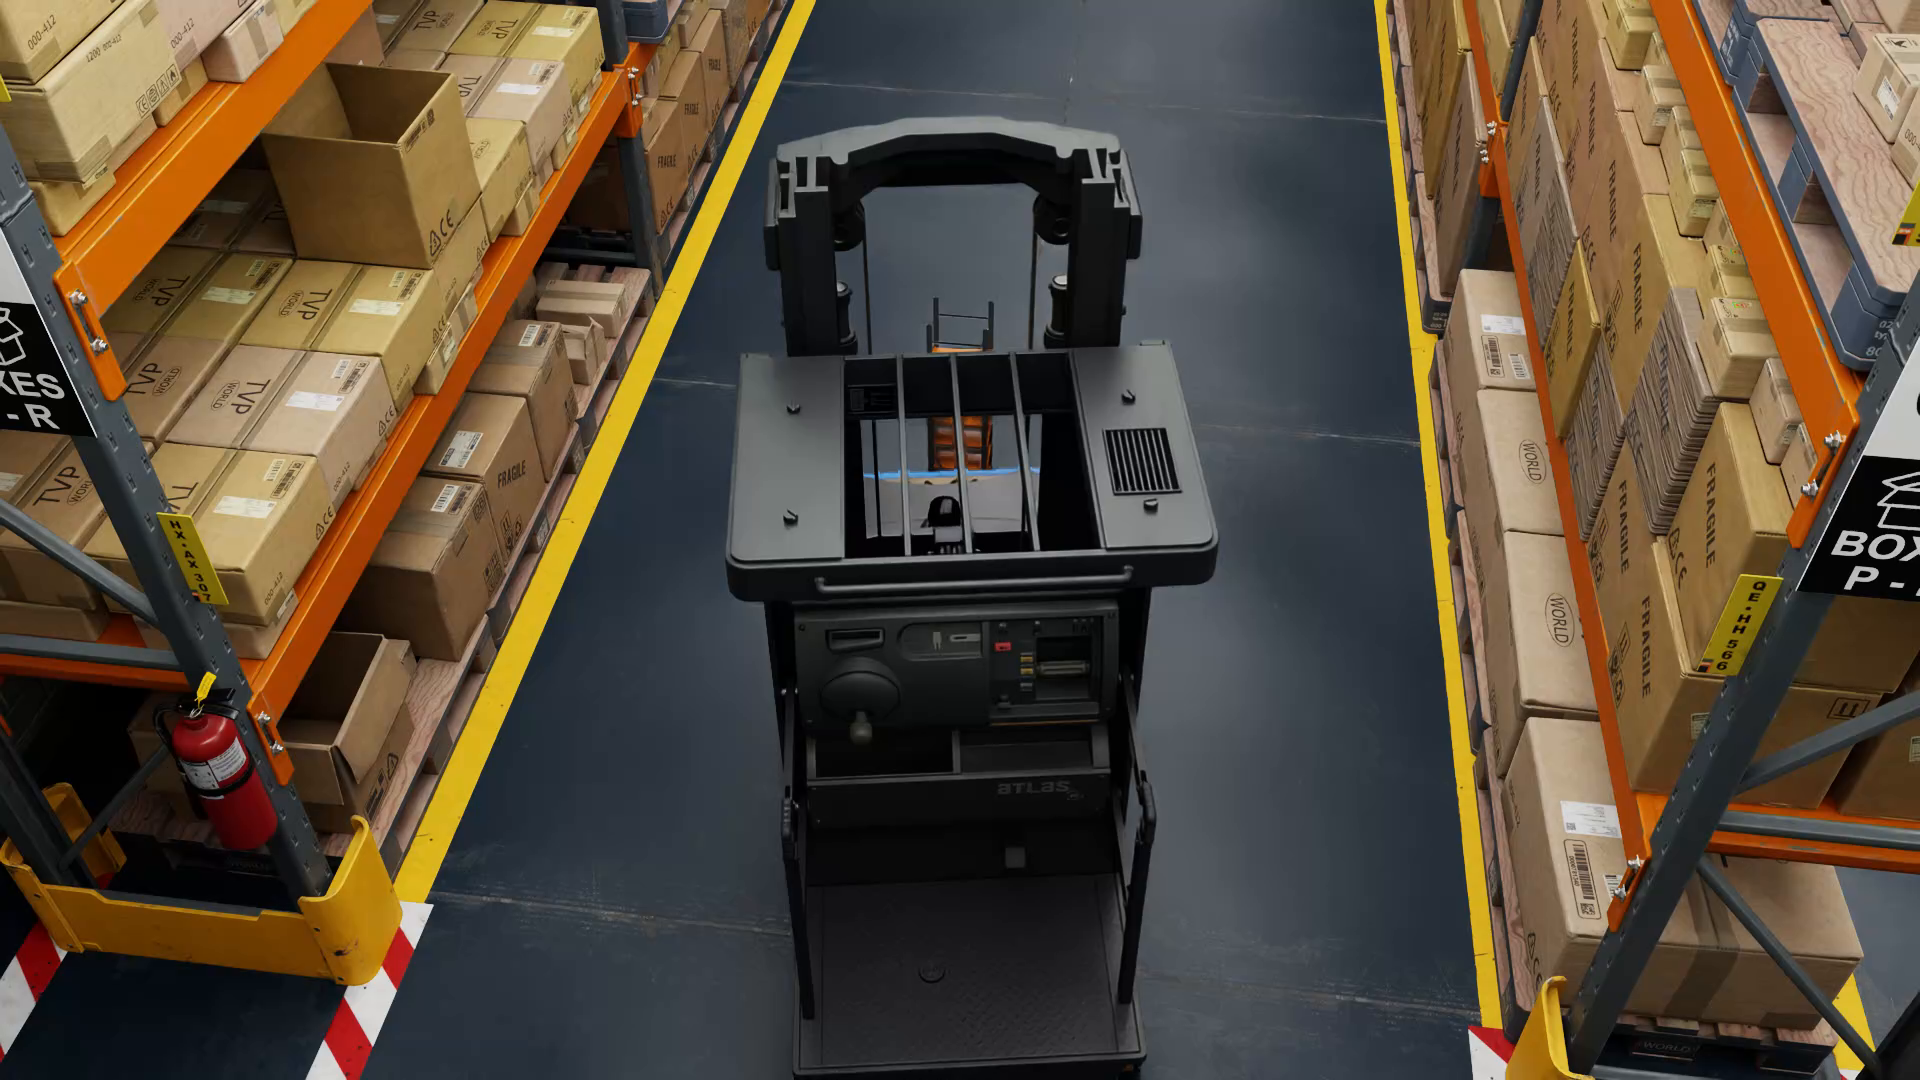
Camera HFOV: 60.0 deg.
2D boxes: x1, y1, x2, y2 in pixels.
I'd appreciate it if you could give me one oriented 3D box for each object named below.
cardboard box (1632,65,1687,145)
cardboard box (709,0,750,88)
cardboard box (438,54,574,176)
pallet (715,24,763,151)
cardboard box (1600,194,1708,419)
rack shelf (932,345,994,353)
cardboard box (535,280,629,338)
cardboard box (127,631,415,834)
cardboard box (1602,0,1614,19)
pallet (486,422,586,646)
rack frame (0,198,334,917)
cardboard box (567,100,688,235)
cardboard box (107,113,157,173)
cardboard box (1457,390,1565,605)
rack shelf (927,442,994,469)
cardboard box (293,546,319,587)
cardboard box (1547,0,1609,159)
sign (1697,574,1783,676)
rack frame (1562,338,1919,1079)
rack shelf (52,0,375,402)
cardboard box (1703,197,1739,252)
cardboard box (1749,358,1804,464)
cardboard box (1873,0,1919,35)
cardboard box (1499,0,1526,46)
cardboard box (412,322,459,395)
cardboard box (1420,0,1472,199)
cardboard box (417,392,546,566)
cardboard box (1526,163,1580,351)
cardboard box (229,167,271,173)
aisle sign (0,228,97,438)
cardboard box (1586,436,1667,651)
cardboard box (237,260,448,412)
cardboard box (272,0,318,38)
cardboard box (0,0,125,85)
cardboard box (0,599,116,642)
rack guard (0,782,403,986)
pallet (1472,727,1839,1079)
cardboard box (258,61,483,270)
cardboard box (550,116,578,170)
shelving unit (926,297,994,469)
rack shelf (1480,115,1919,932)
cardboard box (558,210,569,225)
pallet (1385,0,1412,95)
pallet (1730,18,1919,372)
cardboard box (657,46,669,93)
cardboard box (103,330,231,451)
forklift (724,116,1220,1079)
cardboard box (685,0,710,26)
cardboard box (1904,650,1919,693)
[{"bbox_3d":[2.359,-1.367,5.262,0.380,0.149,0.250,5,44,6],"label":"cardboard box"},{"bbox_3d":[-1.550,-3.019,9.791,0.500,0.500,0.500,4,44,4],"label":"cardboard box"},{"bbox_3d":[-1.920,-1.750,6.831,0.500,0.250,0.500,5,44,6],"label":"cardboard box"},{"bbox_3d":[-1.814,-2.787,10.062,1.003,0.211,1.213,5,44,6],"label":"pallet"},{"bbox_3d":[2.285,-0.679,5.007,0.500,0.500,0.500,5,44,5],"label":"cardboard box"},{"bbox_3d":[0.002,-0.675,6.653,0.258,0.103,0.180,5,44,6],"label":"rack shelf"},{"bbox_3d":[-1.825,-1.119,8.041,0.380,0.149,0.250,4,44,4],"label":"cardboard box"},{"bbox_3d":[-2.397,0.664,5.900,0.797,0.503,0.637,4,44,4],"label":"cardboard box"},{"bbox_3d":[2.475,-1.885,5.810,0.380,0.149,0.250,5,44,5],"label":"cardboard box"},{"bbox_3d":[-2.294,-0.094,7.218,1.003,0.211,1.213,5,44,6],"label":"pallet"},{"bbox_3d":[-2.572,0.318,4.755,1.000,3.000,0.127,5,44,6],"label":"rack frame"},{"bbox_3d":[-1.756,-1.962,8.676,0.500,0.500,0.500,7,44,7],"label":"cardboard box"},{"bbox_3d":[-2.290,-1.057,4.208,0.380,0.149,0.250,6,44,6],"label":"cardboard box"},{"bbox_3d":[2.571,-0.153,6.811,0.875,0.438,0.875,4,44,4],"label":"cardboard box"},{"bbox_3d":[0.002,-0.326,6.983,0.258,0.103,0.180,5,44,6],"label":"rack shelf"},{"bbox_3d":[-2.269,0.032,5.239,0.380,0.149,0.250,6,44,7],"label":"cardboard box"},{"bbox_3d":[2.502,-1.713,6.100,0.500,0.500,0.500,5,44,5],"label":"cardboard box"},{"bbox_3d":[1.813,0.201,3.864,0.100,0.325,0.005,5,44,6],"label":"sign"},{"bbox_3d":[2.349,0.766,4.281,1.000,3.000,0.127,5,44,6],"label":"rack frame"},{"bbox_3d":[-2.307,-1.873,5.410,1.077,0.370,4.000,5,44,6],"label":"rack shelf"},{"bbox_3d":[2.337,-0.830,4.695,0.380,0.149,0.250,5,44,5],"label":"cardboard box"},{"bbox_3d":[2.208,-0.306,4.142,0.380,0.149,0.250,6,44,6],"label":"cardboard box"},{"bbox_3d":[2.596,-1.495,4.174,0.500,0.311,0.500,6,44,6],"label":"cardboard box"},{"bbox_3d":[2.695,-2.409,7.380,0.500,0.250,0.500,5,44,5],"label":"cardboard box"},{"bbox_3d":[-2.037,-0.664,5.974,0.380,0.149,0.250,4,44,4],"label":"cardboard box"},{"bbox_3d":[2.992,-2.387,8.851,0.875,0.875,0.875,6,44,7],"label":"cardboard box"},{"bbox_3d":[-2.076,-0.266,6.884,0.500,0.500,0.500,6,44,6],"label":"cardboard box"},{"bbox_3d":[2.413,-1.019,6.094,0.500,0.500,0.500,5,44,6],"label":"cardboard box"},{"bbox_3d":[-2.506,-1.455,6.520,0.500,0.250,0.500,6,44,6],"label":"cardboard box"},{"bbox_3d":[-2.290,-0.553,3.784,0.394,0.787,0.004,5,44,6],"label":"aisle sign"},{"bbox_3d":[2.232,0.037,4.979,0.500,0.500,0.500,4,44,5],"label":"cardboard box"},{"bbox_3d":[-2.115,-0.710,5.733,0.500,0.250,0.500,4,44,5],"label":"cardboard box"},{"bbox_3d":[-2.077,-1.570,4.750,0.380,0.149,0.250,5,44,5],"label":"cardboard box"},{"bbox_3d":[-2.264,-1.286,3.796,0.500,0.250,0.500,5,44,5],"label":"cardboard box"},{"bbox_3d":[-2.794,0.159,5.106,0.380,0.149,0.250,5,44,5],"label":"cardboard box"},{"bbox_3d":[-2.562,1.174,5.669,1.175,0.500,0.348,5,44,6],"label":"rack guard"},{"bbox_3d":[2.377,1.227,5.823,1.003,0.211,1.213,5,44,6],"label":"pallet"},{"bbox_3d":[-2.047,-1.315,5.827,0.500,0.500,0.500,6,44,7],"label":"cardboard box"},{"bbox_3d":[-1.858,-1.718,7.088,0.380,0.149,0.250,6,44,7],"label":"cardboard box"},{"bbox_3d":[0.002,-0.446,6.870,0.258,1.200,0.189,5,44,6],"label":"shelving unit"},{"bbox_3d":[2.613,-0.335,5.968,1.077,0.370,4.000,5,44,6],"label":"rack shelf"},{"bbox_3d":[-2.271,-2.015,8.731,0.500,0.500,0.500,5,44,5],"label":"cardboard box"},{"bbox_3d":[3.228,-3.143,10.438,1.003,0.211,1.213,5,44,6],"label":"pallet"},{"bbox_3d":[2.437,-0.797,3.815,1.003,0.211,1.213,5,44,6],"label":"pallet"},{"bbox_3d":[-1.749,-2.481,8.751,0.380,0.149,0.250,3,44,3],"label":"cardboard box"},{"bbox_3d":[-2.705,-0.425,5.432,0.500,0.250,0.500,5,44,6],"label":"cardboard box"},{"bbox_3d":[0.007,0.470,4.644,1.130,2.935,3.031,-2,43,-2],"label":"forklift"},{"bbox_3d":[-1.621,-3.005,9.304,0.380,0.149,0.250,7,44,7],"label":"cardboard box"},{"bbox_3d":[2.695,0.066,4.221,0.500,0.500,0.500,4,44,5],"label":"cardboard box"}]
